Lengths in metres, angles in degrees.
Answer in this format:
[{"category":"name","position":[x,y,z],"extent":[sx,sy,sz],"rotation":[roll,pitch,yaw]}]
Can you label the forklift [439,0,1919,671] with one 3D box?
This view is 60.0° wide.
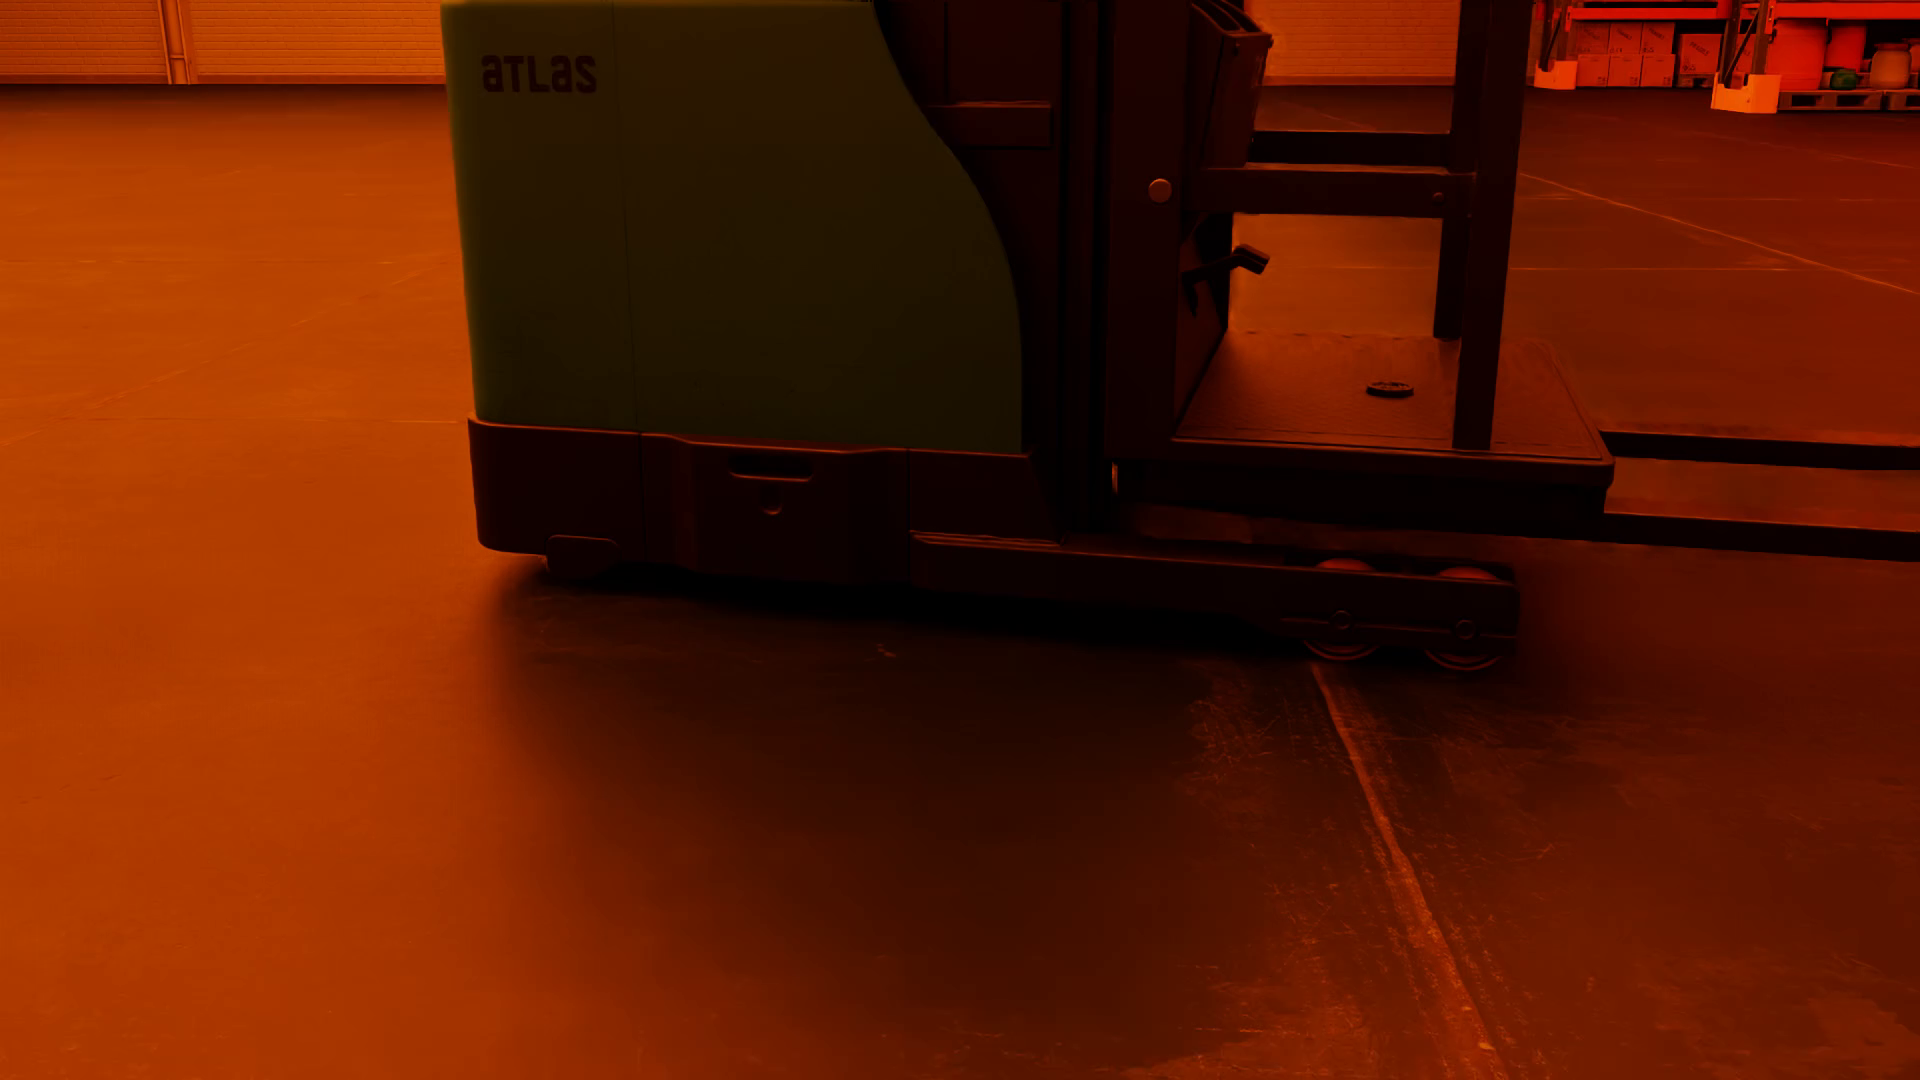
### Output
[{"category":"forklift","position":[0.663,-1.361,2.813],"extent":[3.031,2.935,1.130],"rotation":[4,18,13]}]
